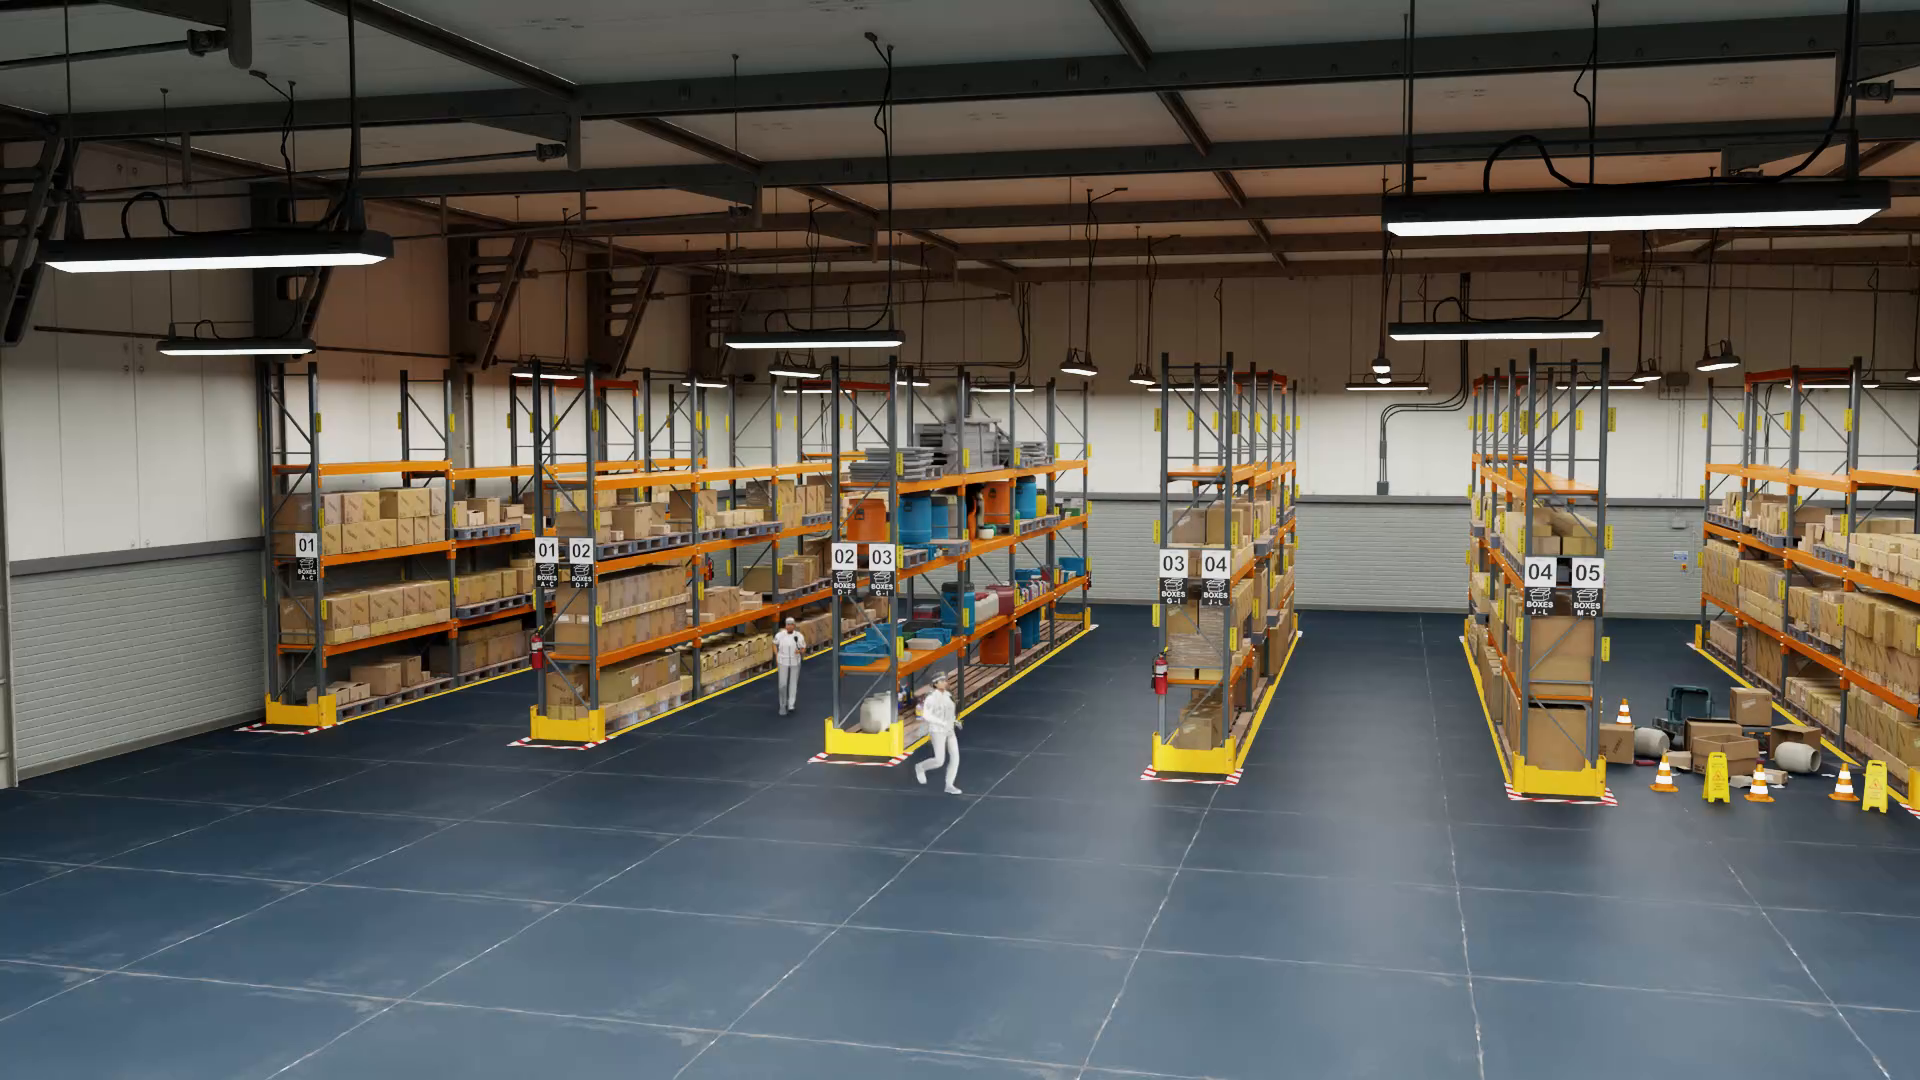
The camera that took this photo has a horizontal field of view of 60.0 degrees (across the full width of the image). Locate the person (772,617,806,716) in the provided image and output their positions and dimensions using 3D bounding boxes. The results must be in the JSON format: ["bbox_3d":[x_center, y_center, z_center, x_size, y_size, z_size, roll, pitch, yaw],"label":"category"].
[{"bbox_3d":[-2.931,2.179,28.583,0.581,1.711,0.721,-1,4,-10],"label":"person"}]

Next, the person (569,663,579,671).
[{"bbox_3d":[-6.830,2.068,29.753,0.672,1.690,0.589,1,4,11],"label":"person"}]

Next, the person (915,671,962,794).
[{"bbox_3d":[-0.265,2.586,22.527,0.726,1.652,0.625,3,5,41],"label":"person"}]
